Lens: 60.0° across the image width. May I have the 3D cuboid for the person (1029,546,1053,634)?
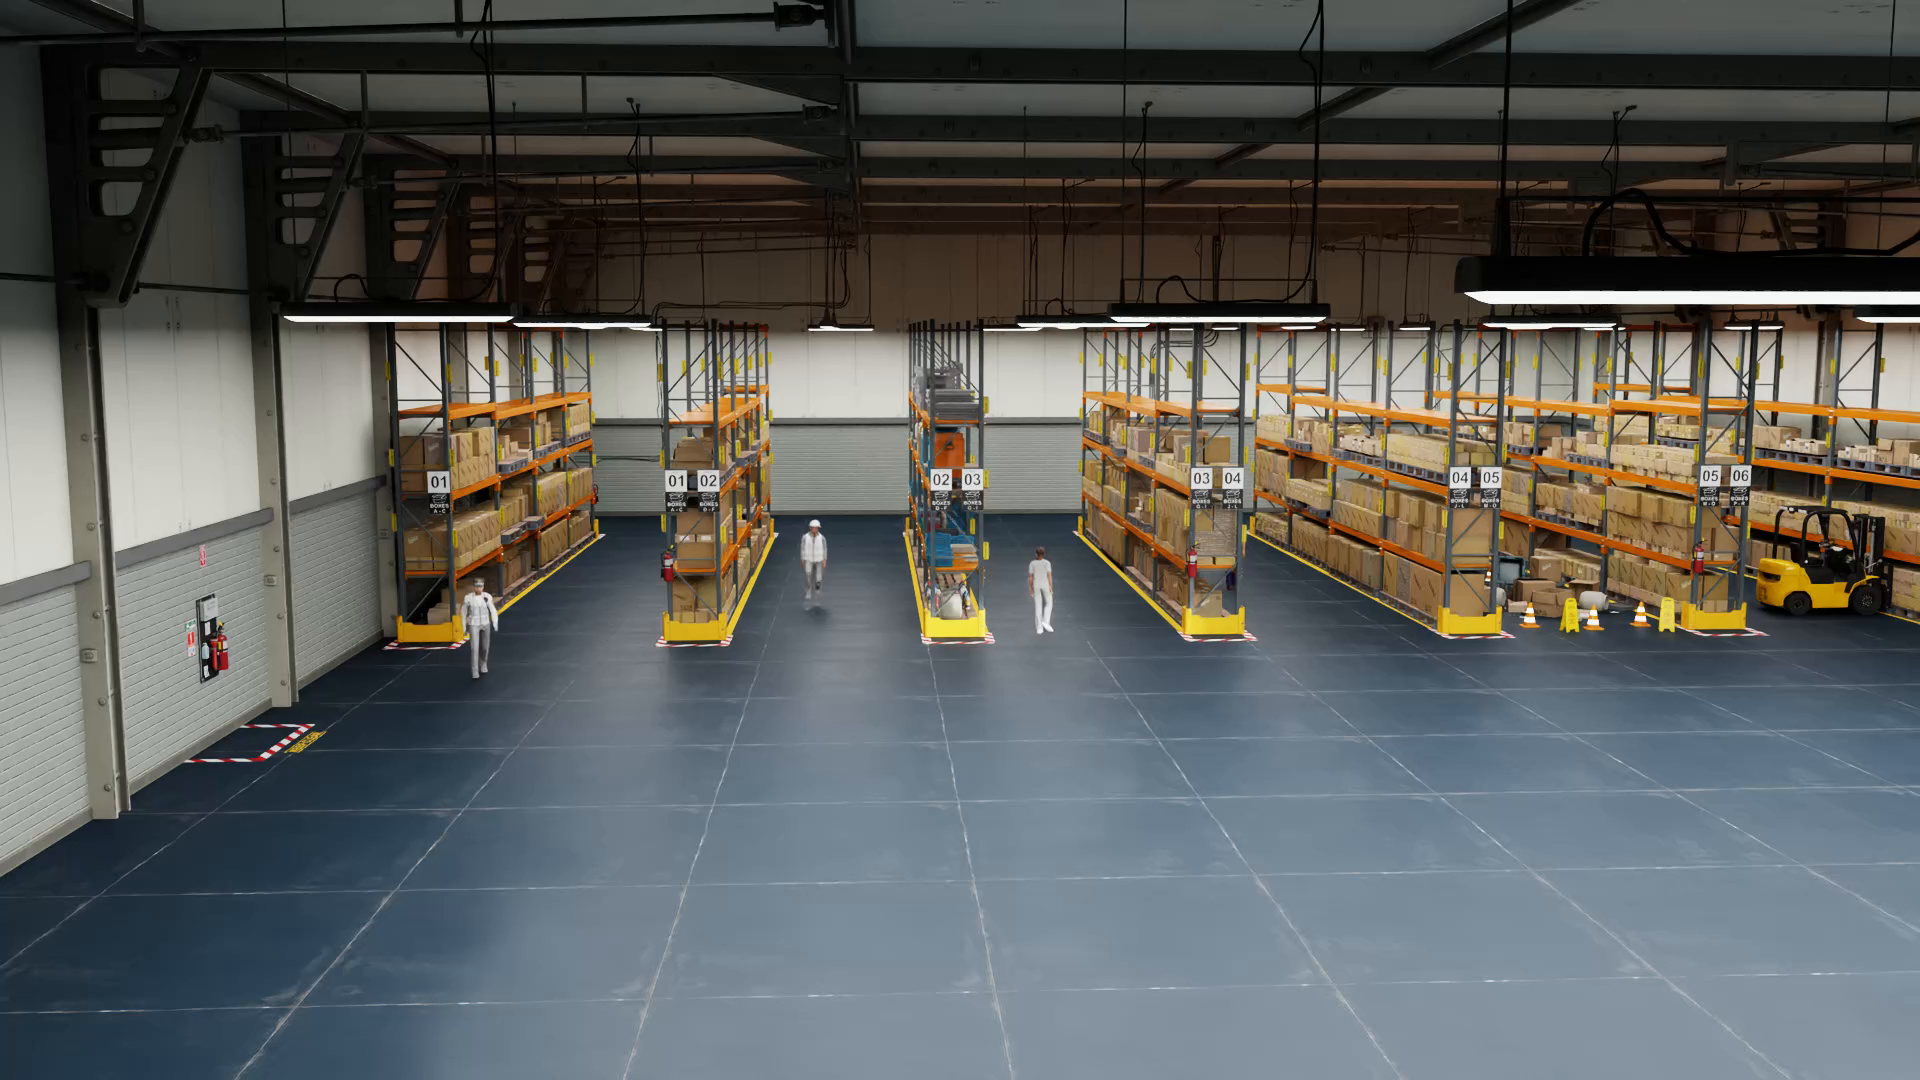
[{"bbox_3d":[1.548,0.954,31.909,0.483,1.656,0.515,1,7,11],"label":"person"}]

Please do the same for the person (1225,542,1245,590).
[{"bbox_3d":[6.181,0.275,37.615,0.534,1.669,0.652,0,7,-2],"label":"person"}]

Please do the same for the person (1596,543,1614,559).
[{"bbox_3d":[16.270,-0.301,41.790,0.609,1.787,0.403,-4,8,-30],"label":"person"}]

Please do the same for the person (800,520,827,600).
[{"bbox_3d":[-3.053,0.399,34.817,0.564,1.613,0.670,-1,7,-7],"label":"person"}]

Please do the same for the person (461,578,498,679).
[{"bbox_3d":[-8.076,1.454,27.969,0.551,1.662,0.735,-4,8,-31],"label":"person"}]
